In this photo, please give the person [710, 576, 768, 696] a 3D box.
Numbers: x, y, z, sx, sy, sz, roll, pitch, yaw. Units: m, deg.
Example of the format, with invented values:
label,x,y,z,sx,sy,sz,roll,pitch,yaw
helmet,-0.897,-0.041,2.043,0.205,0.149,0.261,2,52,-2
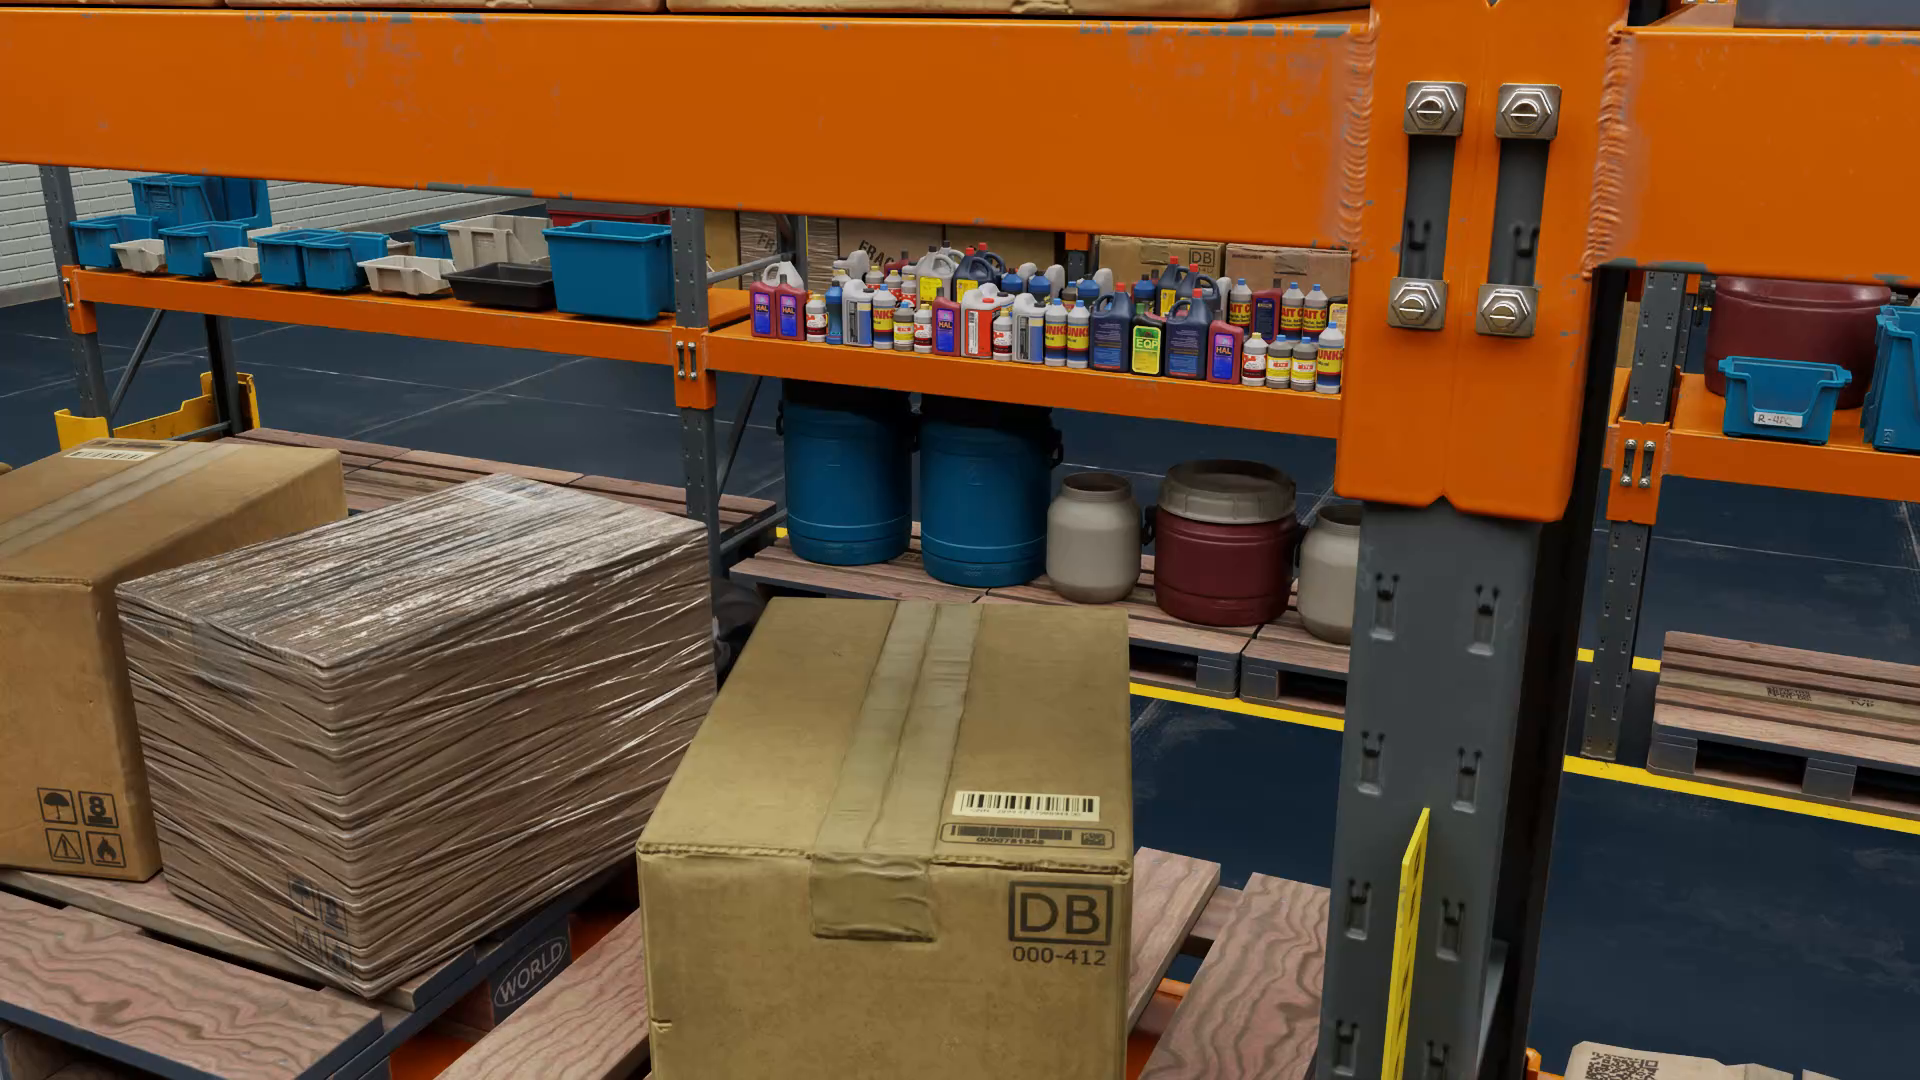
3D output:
label,x,y,z,sx,sy,sz,roll,pitch,yaw
person,-0.879,0.671,5.088,0.480,1.109,0.945,7,20,20
